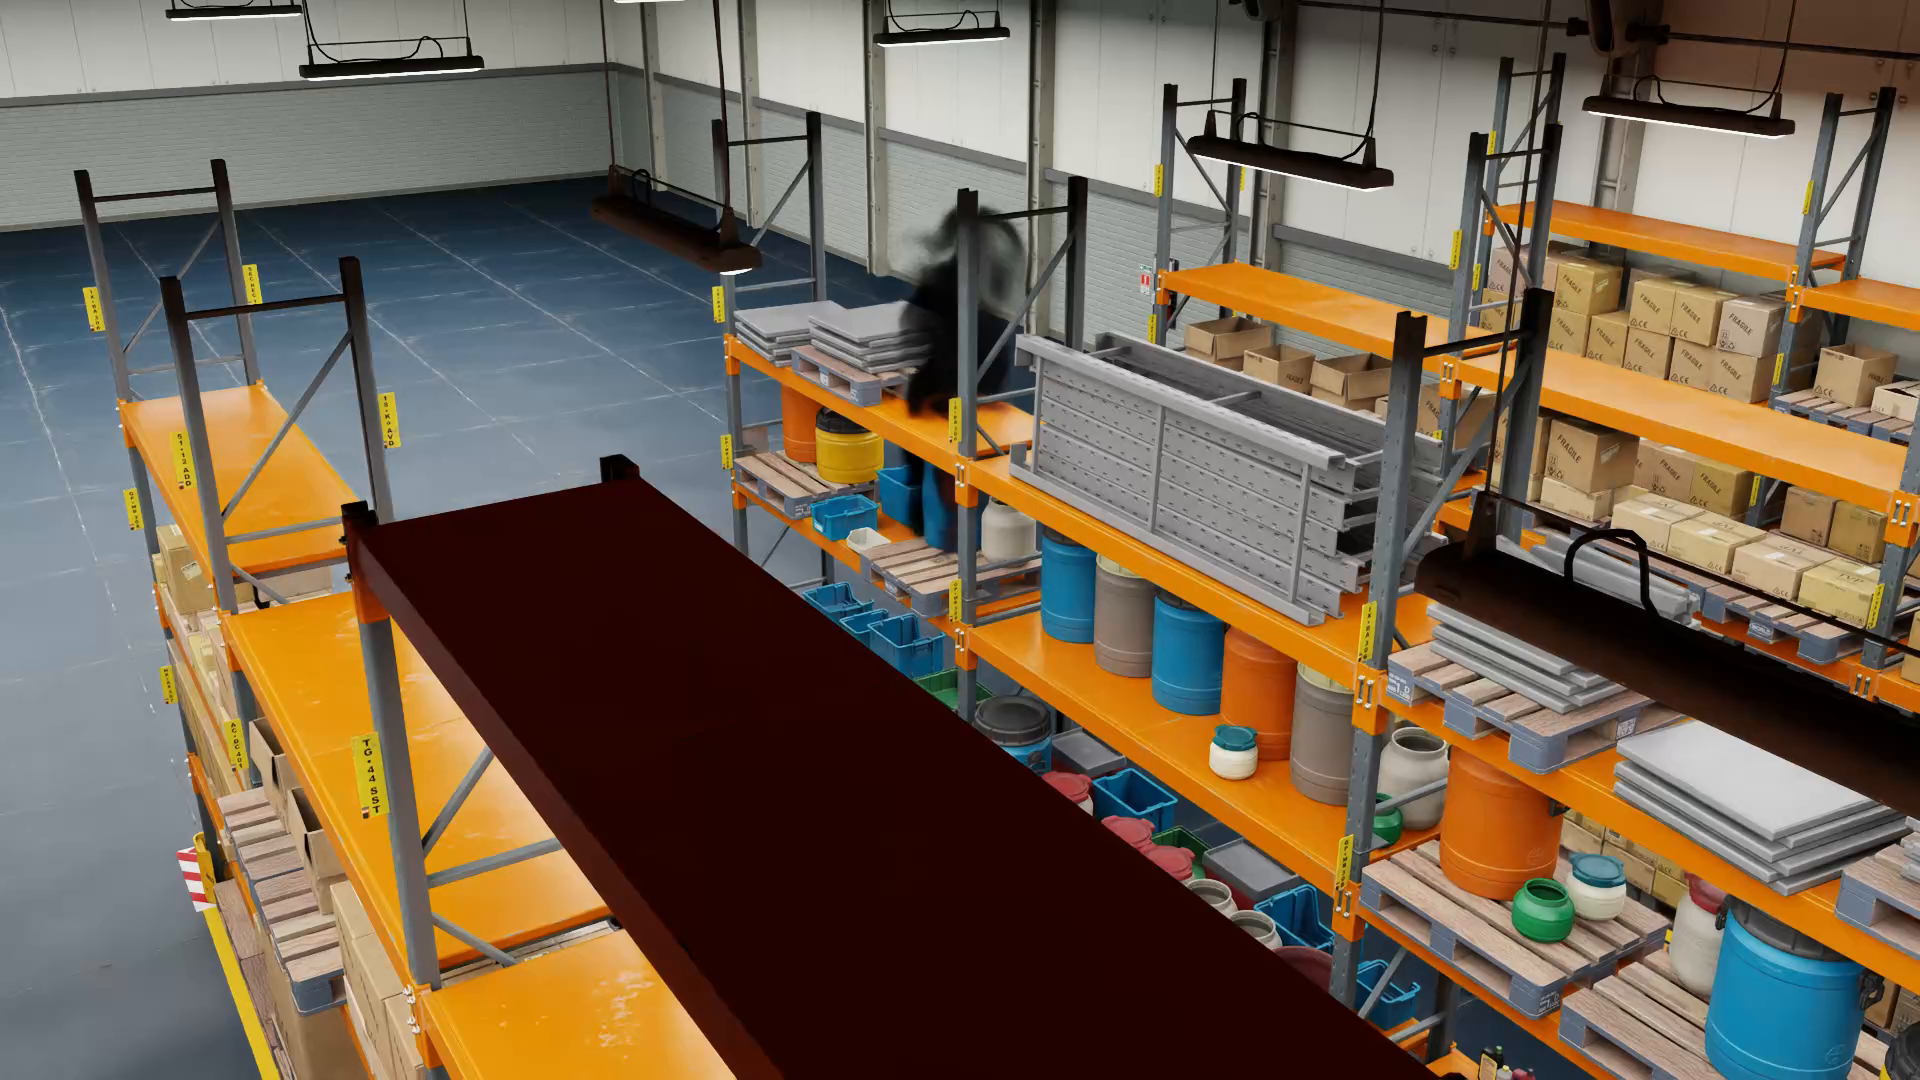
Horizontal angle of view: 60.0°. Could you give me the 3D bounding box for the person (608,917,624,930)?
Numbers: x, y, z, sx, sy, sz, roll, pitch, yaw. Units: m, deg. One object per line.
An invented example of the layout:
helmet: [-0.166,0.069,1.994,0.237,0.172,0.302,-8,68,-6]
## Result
person: [-2.316,2.544,11.936,0.738,1.780,0.704,-13,25,-30]
